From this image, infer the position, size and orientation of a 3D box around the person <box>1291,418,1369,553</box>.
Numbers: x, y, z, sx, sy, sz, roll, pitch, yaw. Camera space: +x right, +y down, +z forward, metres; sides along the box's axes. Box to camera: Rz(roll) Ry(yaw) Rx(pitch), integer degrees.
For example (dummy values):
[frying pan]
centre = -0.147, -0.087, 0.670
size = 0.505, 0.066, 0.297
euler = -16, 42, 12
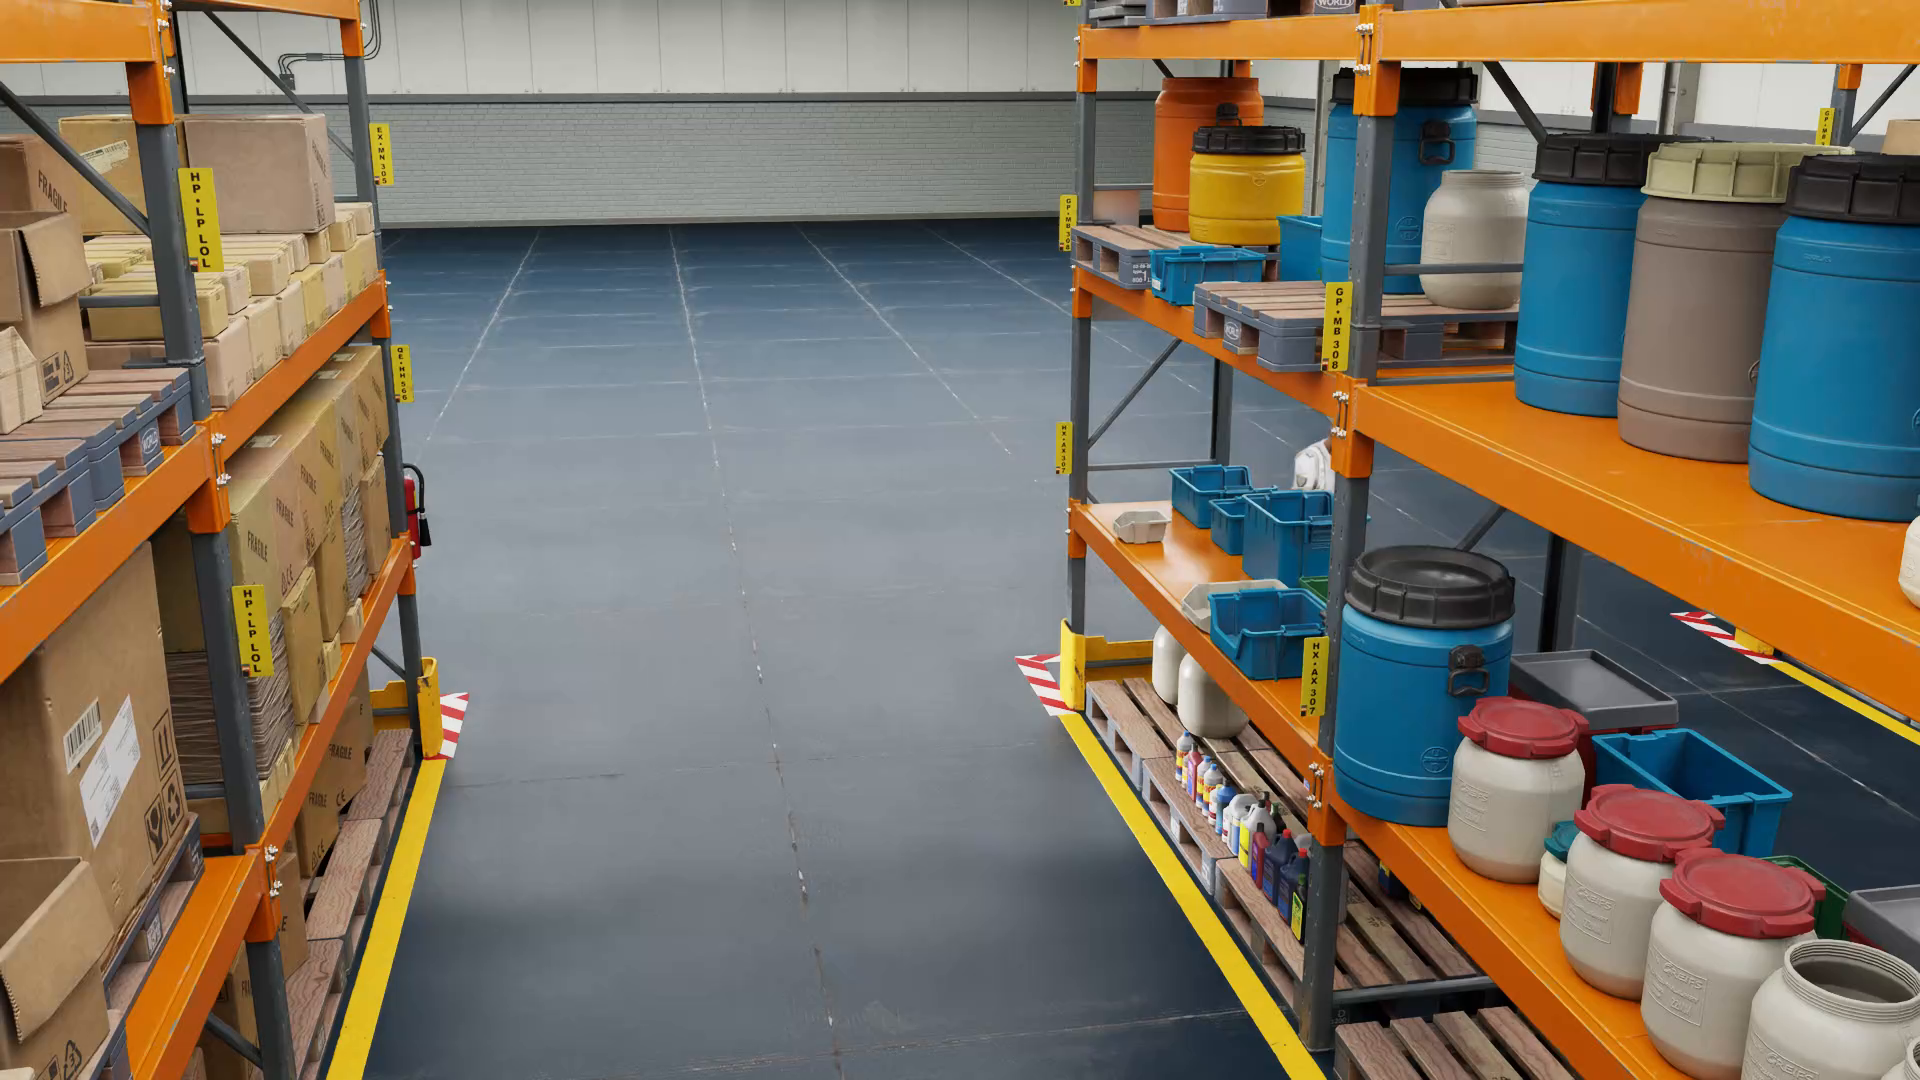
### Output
[person]
centre = 2.473, -0.033, 11.291
size = 0.564, 1.678, 0.539
euler = -10, 19, -31
